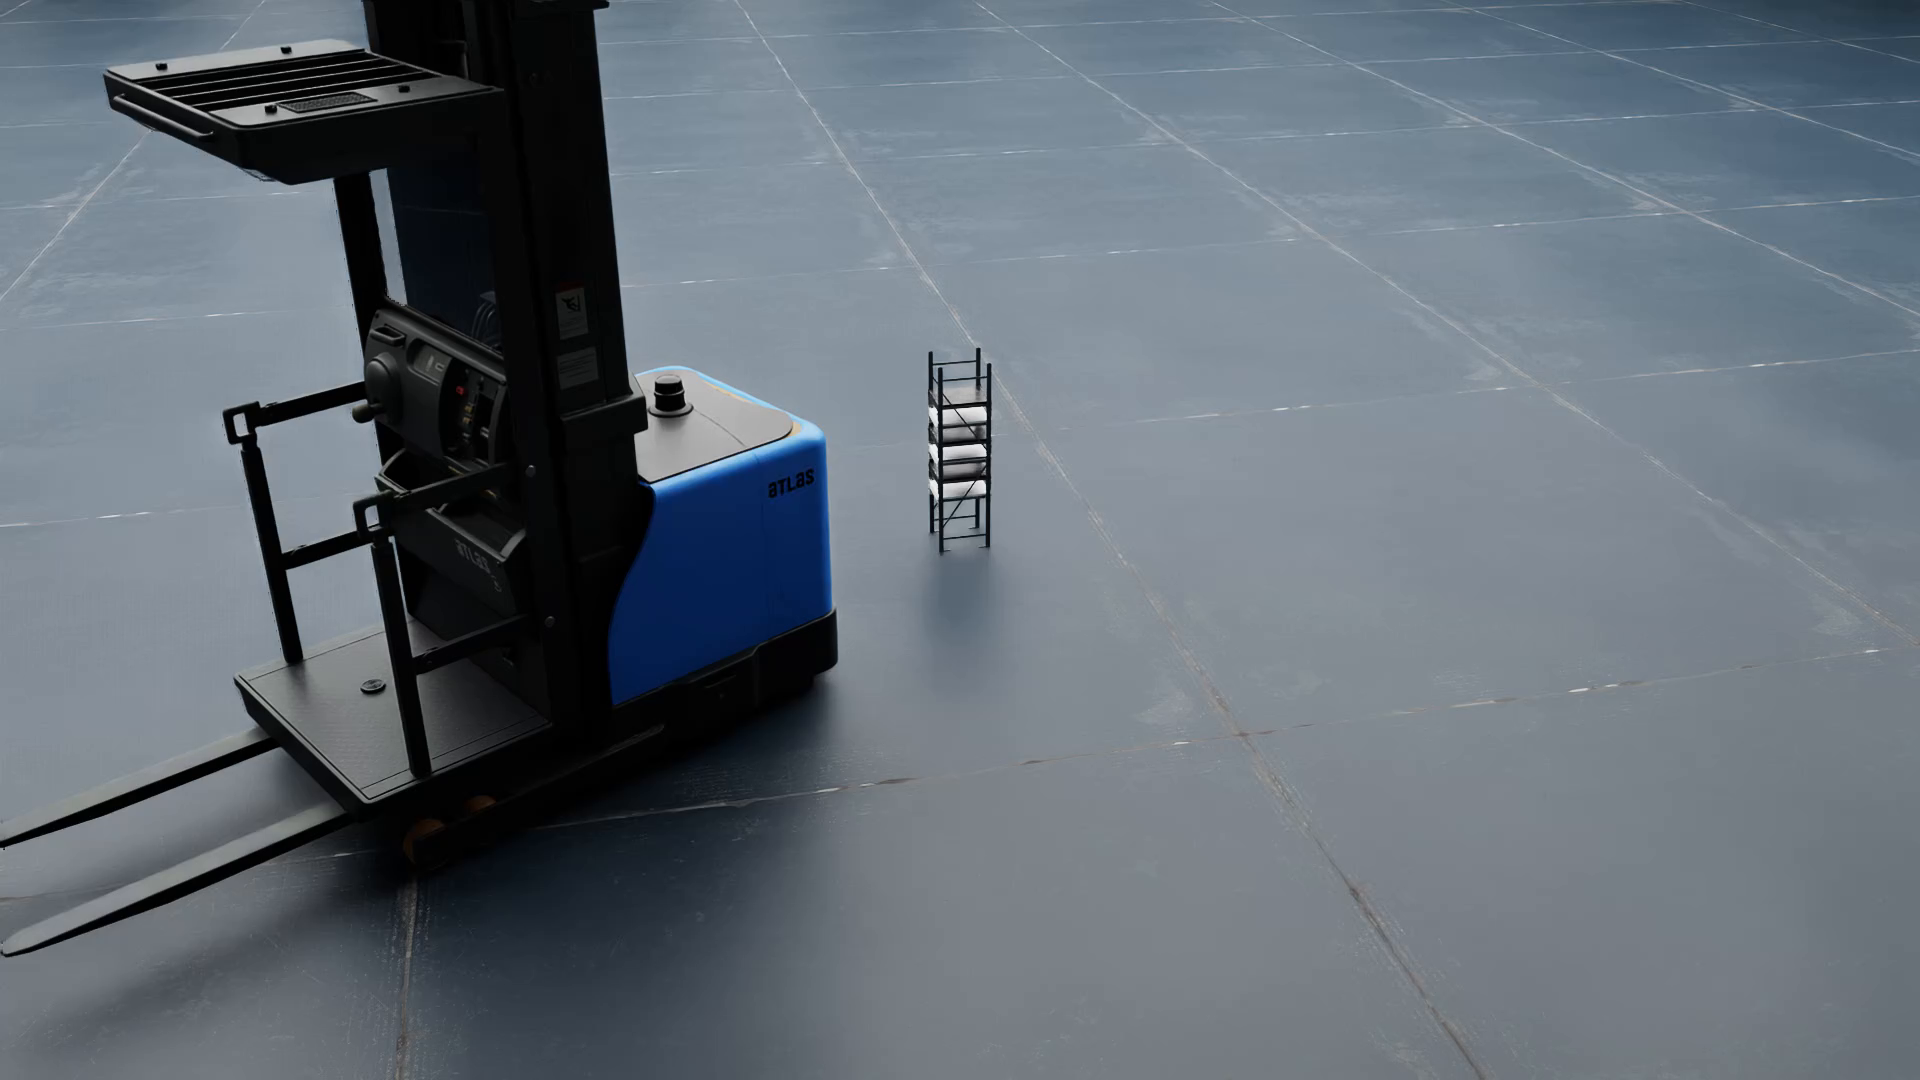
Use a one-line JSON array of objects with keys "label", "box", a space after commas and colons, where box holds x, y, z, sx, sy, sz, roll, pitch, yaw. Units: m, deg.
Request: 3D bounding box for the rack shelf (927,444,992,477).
[{"label": "rack shelf", "box": [-0.002, -0.376, 7.569, 0.258, 0.077, 0.200, -6, 27, -12]}]

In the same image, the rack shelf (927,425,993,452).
[{"label": "rack shelf", "box": [-0.002, -0.456, 7.529, 0.258, 0.077, 0.200, -6, 27, -12]}]

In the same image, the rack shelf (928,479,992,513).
[{"label": "rack shelf", "box": [-0.002, -0.215, 7.650, 0.258, 0.077, 0.200, -6, 27, -12]}]

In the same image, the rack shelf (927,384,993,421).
[{"label": "rack shelf", "box": [-0.002, -0.617, 7.448, 0.258, 0.077, 0.200, -6, 27, -12]}]

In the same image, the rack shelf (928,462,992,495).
[{"label": "rack shelf", "box": [-0.002, -0.295, 7.610, 0.258, 0.077, 0.200, -6, 27, -12]}]

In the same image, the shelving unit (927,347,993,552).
[{"label": "shelving unit", "box": [-0.002, -0.405, 7.554, 0.258, 0.900, 0.210, -6, 27, -12]}]

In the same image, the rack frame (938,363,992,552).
[{"label": "rack frame", "box": [0.021, -0.361, 7.466, 0.240, 0.900, 0.006, -6, 27, -12]}]

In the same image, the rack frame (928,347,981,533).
[{"label": "rack frame", "box": [-0.025, -0.450, 7.643, 0.240, 0.900, 0.006, -6, 27, -12]}]

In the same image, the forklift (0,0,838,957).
[{"label": "forklift", "box": [-1.908, -0.471, 5.430, 3.031, 2.935, 1.130, -23, 35, -38]}]

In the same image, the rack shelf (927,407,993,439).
[{"label": "rack shelf", "box": [-0.002, -0.536, 7.488, 0.258, 0.077, 0.200, -6, 27, -12]}]
